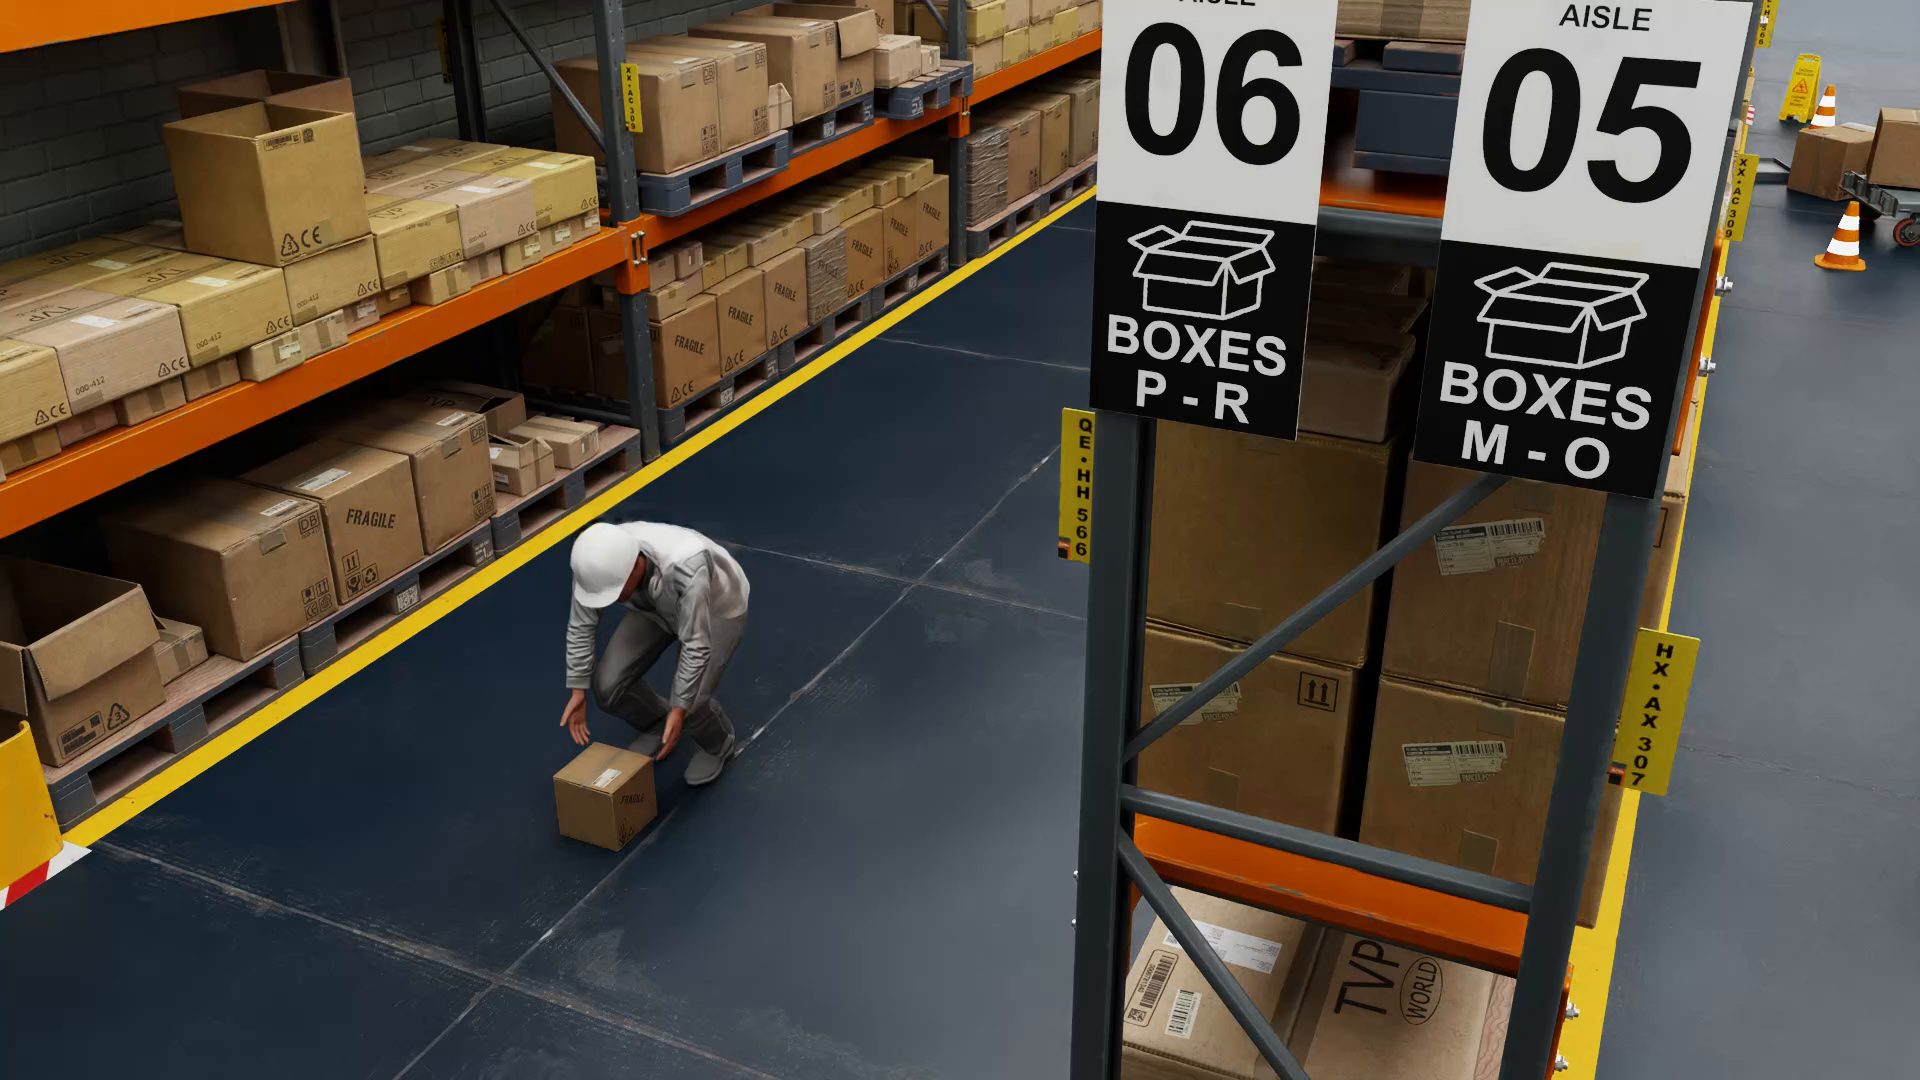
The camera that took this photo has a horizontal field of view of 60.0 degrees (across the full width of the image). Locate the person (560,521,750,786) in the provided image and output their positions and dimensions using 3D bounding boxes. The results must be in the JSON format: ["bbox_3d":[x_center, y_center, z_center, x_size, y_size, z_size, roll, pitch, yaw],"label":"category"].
[{"bbox_3d":[-1.075,0.357,6.028,0.568,1.182,0.861,11,28,22],"label":"person"}]
